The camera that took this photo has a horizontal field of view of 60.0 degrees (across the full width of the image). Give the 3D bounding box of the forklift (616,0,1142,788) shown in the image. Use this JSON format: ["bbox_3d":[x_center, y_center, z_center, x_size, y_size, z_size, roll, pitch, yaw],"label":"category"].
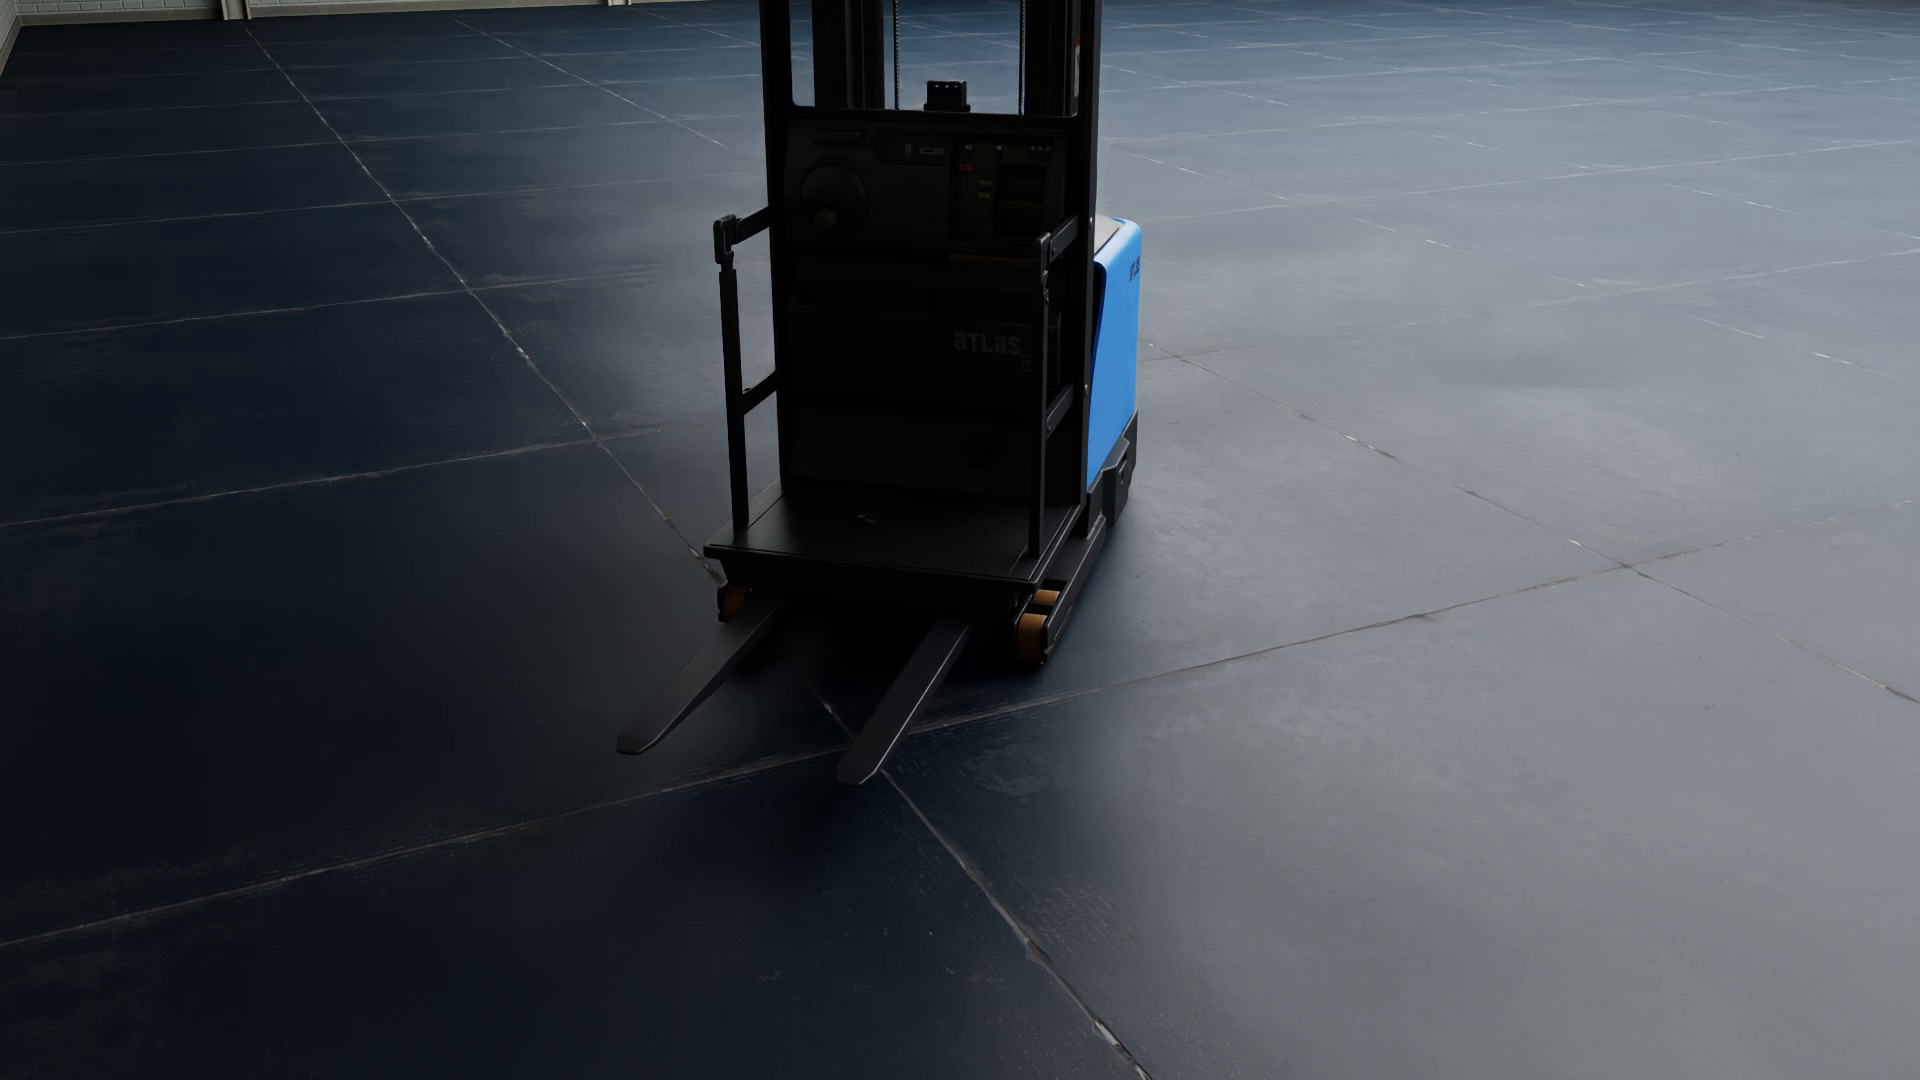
[{"bbox_3d":[-0.170,-1.122,5.128,1.130,2.935,3.031,6,23,14],"label":"forklift"}]

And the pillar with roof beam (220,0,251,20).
[{"bbox_3d":[-9.344,-10.760,20.478,0.400,9.000,9.100,-10,25,-24],"label":"pillar with roof beam"}]

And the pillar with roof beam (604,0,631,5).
[{"bbox_3d":[-3.938,-11.755,22.882,0.400,9.000,9.100,-10,25,-24],"label":"pillar with roof beam"}]
